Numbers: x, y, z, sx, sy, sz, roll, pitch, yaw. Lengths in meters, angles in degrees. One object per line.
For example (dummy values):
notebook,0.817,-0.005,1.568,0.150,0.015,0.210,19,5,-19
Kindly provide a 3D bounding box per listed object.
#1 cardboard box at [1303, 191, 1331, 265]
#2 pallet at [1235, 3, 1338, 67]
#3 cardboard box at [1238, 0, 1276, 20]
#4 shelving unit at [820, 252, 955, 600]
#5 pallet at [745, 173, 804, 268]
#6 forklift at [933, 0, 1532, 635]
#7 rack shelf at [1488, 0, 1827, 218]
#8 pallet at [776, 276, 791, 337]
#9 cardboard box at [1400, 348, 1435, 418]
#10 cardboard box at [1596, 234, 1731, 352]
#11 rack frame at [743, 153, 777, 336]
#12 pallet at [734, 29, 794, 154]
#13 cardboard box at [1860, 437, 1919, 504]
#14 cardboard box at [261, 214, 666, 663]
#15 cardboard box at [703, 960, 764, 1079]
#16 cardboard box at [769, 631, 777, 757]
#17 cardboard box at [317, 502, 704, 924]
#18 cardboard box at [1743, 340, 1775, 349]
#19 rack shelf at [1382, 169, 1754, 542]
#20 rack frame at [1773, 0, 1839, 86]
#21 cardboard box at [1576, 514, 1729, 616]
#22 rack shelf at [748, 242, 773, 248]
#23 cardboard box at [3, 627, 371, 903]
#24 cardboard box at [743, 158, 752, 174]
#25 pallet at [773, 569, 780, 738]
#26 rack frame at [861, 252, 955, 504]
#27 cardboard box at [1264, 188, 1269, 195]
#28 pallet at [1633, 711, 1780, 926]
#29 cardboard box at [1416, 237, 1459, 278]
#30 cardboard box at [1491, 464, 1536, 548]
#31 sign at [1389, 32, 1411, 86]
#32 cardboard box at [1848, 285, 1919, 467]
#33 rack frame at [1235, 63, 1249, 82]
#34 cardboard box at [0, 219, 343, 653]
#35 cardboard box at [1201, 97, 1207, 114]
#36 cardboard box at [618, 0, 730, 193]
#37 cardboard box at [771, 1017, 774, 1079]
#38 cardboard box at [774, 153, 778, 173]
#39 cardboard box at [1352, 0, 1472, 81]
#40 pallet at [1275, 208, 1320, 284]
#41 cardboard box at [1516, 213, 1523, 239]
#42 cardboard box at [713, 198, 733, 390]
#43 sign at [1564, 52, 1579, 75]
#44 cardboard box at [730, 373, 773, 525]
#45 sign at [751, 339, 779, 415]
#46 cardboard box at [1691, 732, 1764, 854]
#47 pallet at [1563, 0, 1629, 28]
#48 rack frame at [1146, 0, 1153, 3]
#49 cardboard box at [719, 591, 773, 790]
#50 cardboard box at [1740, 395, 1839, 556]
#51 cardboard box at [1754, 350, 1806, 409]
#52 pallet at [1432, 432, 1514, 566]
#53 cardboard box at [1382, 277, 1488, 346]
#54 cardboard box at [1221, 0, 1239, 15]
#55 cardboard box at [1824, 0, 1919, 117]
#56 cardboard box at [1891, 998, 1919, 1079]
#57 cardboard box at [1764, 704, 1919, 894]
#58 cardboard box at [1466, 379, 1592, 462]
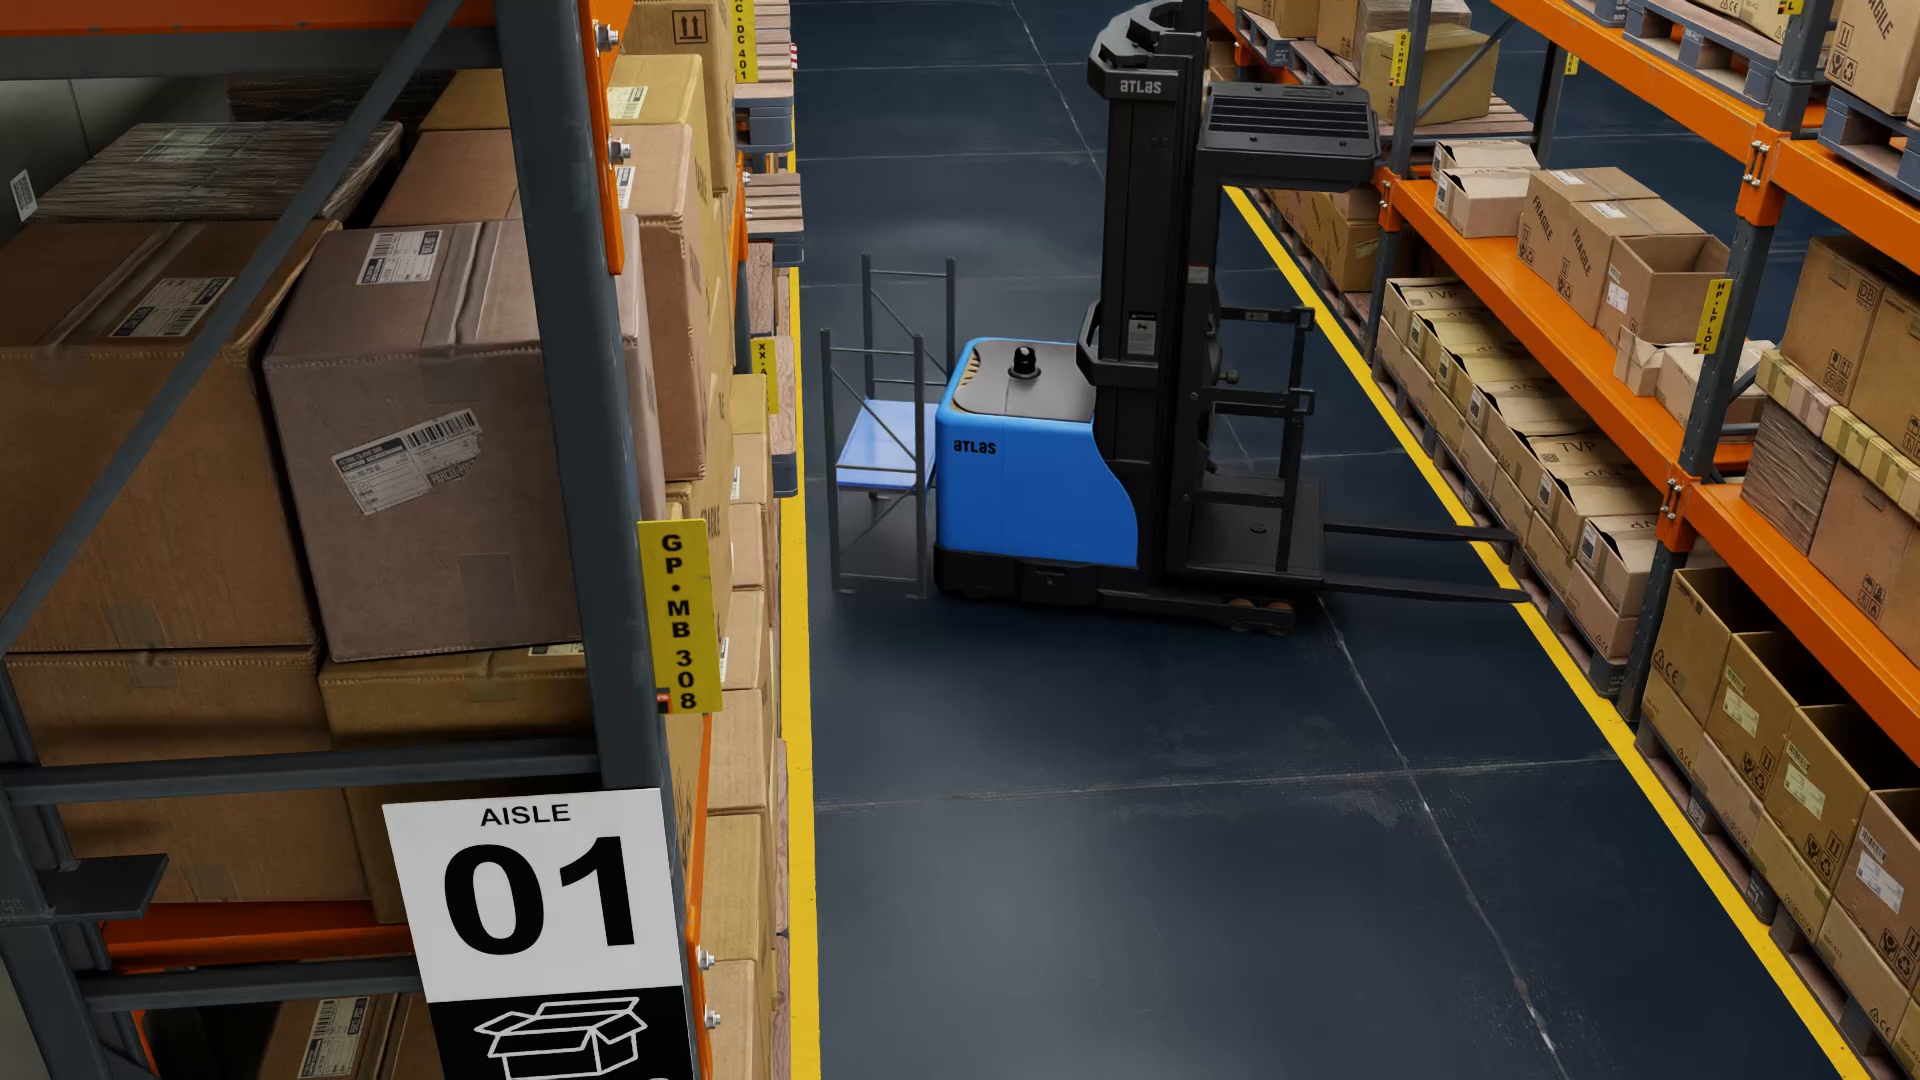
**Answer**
cardboard box,2.877,-2.367,12.297,0.500,0.500,0.500,-4,31,-6
pallet,2.838,-4.068,13.322,1.003,0.211,1.213,-3,31,-5
cardboard box,2.694,-4.534,13.408,0.700,0.500,0.500,-13,33,-21
shelving unit,-0.351,-0.613,8.814,0.538,1.500,1.048,4,31,7
pallet,-1.513,-1.841,9.594,1.213,0.211,1.003,-3,31,-5
forklift,1.429,-1.070,8.184,3.031,2.935,1.130,5,31,9
rack shelf,3.433,-2.479,8.251,1.077,0.370,4.000,-3,31,-5
pallet,-1.684,-1.491,11.540,1.003,0.211,1.213,-3,31,-5
cardboard box,3.050,-0.983,10.242,0.500,0.250,0.500,-4,31,-6
cardboard box,3.515,-1.184,8.209,0.500,0.500,0.500,-1,31,-1
rack frame,-1.686,-2.282,10.145,1.000,3.000,0.127,-3,31,-5
pallet,-1.263,-1.767,6.541,1.213,0.211,1.003,-3,31,-5
cardboard box,3.527,-0.260,6.030,0.380,0.149,0.250,-3,31,-5
cardboard box,-0.732,-0.174,2.599,0.500,0.500,0.500,-5,31,-8
cardboard box,-0.683,1.278,3.580,0.500,0.500,0.500,-3,31,-5
cardboard box,-0.865,0.554,5.523,0.500,0.250,0.500,-3,31,-5
cardboard box,-0.720,0.281,2.813,0.500,0.500,0.500,-2,31,-3
cardboard box,3.741,-0.833,7.965,0.380,0.149,0.250,-3,31,-5
rack shelf,3.433,-1.191,9.020,1.077,0.370,4.000,-3,31,-5
rack frame,3.620,-3.054,5.588,1.000,3.000,0.127,-3,31,-5
cardboard box,3.297,0.088,7.903,0.500,0.311,0.500,-3,31,-5
rack shelf,-1.499,-0.952,8.620,1.077,0.370,4.000,-3,31,-5
cardboard box,-1.229,0.262,2.843,0.500,0.500,0.500,-1,31,-1
cardboard box,-1.486,-2.362,10.504,0.380,0.149,0.250,-3,31,-5
pallet,-1.386,0.560,8.106,1.003,0.211,1.213,-3,31,-5
rack frame,-0.277,-0.871,9.246,0.500,1.500,0.032,4,31,7
cardboard box,2.736,-3.148,13.605,0.500,0.500,0.500,-2,31,-4
pallet,3.652,1.126,7.158,1.003,0.211,1.213,-3,31,-5
cardboard box,3.488,-1.883,11.486,0.500,0.500,0.500,-1,31,-2
cardboard box,3.199,-0.196,8.925,0.500,0.250,0.500,-2,31,-3
sign,2.707,-2.953,10.217,0.100,0.325,0.005,-3,31,-5
cardboard box,3.716,-0.594,5.958,0.700,0.500,0.500,-3,31,-5
rack frame,2.872,-4.563,13.964,1.000,3.000,0.127,-3,31,-5
cardboard box,-1.239,-0.173,2.598,0.500,0.500,0.500,-1,31,-2
cardboard box,2.442,-3.994,15.363,0.380,0.149,0.250,-3,31,-5
cardboard box,-0.874,-1.220,4.350,0.500,0.500,0.500,-4,31,-6
cardboard box,-0.730,1.330,4.225,0.500,0.250,0.500,-4,31,-6
cardboard box,-1.783,-2.802,12.703,0.750,0.750,0.750,-2,31,-3
cardboard box,3.180,-3.536,11.738,0.700,0.500,0.500,3,31,5
pallet,3.103,-2.328,12.942,1.003,0.211,1.213,-3,31,-5
cardboard box,3.421,-1.765,9.524,0.380,0.149,0.250,-1,31,-1
cardboard box,-0.859,-0.533,4.174,0.500,0.500,0.500,-1,31,-2
sign,3.798,-3.046,10.296,0.100,0.325,0.005,-3,31,-5
cardboard box,-0.960,-0.279,6.188,0.500,0.500,0.500,-3,31,-5
sign,-0.772,-0.641,6.554,0.100,0.325,0.005,-3,31,-5
cardboard box,3.403,1.028,6.875,0.500,0.250,0.500,-3,31,-5
pallet,3.506,-2.815,8.296,1.003,0.211,1.213,-1,31,-2
rack frame,2.499,-6.605,17.383,1.000,3.000,0.127,-3,31,-5
cardboard box,-0.822,0.499,4.886,0.500,0.500,0.500,-2,31,-3
cardboard box,3.668,-0.295,6.722,0.700,0.500,0.500,-4,31,-6
cardboard box,3.452,-0.654,6.689,0.380,0.149,0.250,-3,31,-5
pallet,3.395,-0.280,9.513,1.003,0.211,1.213,-3,31,-5
cardboard box,3.003,-1.480,10.528,0.500,0.311,0.500,-2,31,-3
cardboard box,2.570,-4.849,14.346,0.500,0.500,0.500,-2,31,-4
cardboard box,3.404,-1.780,5.736,0.500,0.500,0.500,0,31,-1
cardboard box,3.542,1.794,5.593,0.500,0.250,0.500,-3,31,-5
cardboard box,3.445,0.962,6.255,0.500,0.500,0.500,-3,31,-5
cardboard box,3.154,-0.689,9.204,0.500,0.311,0.500,-3,31,-5
